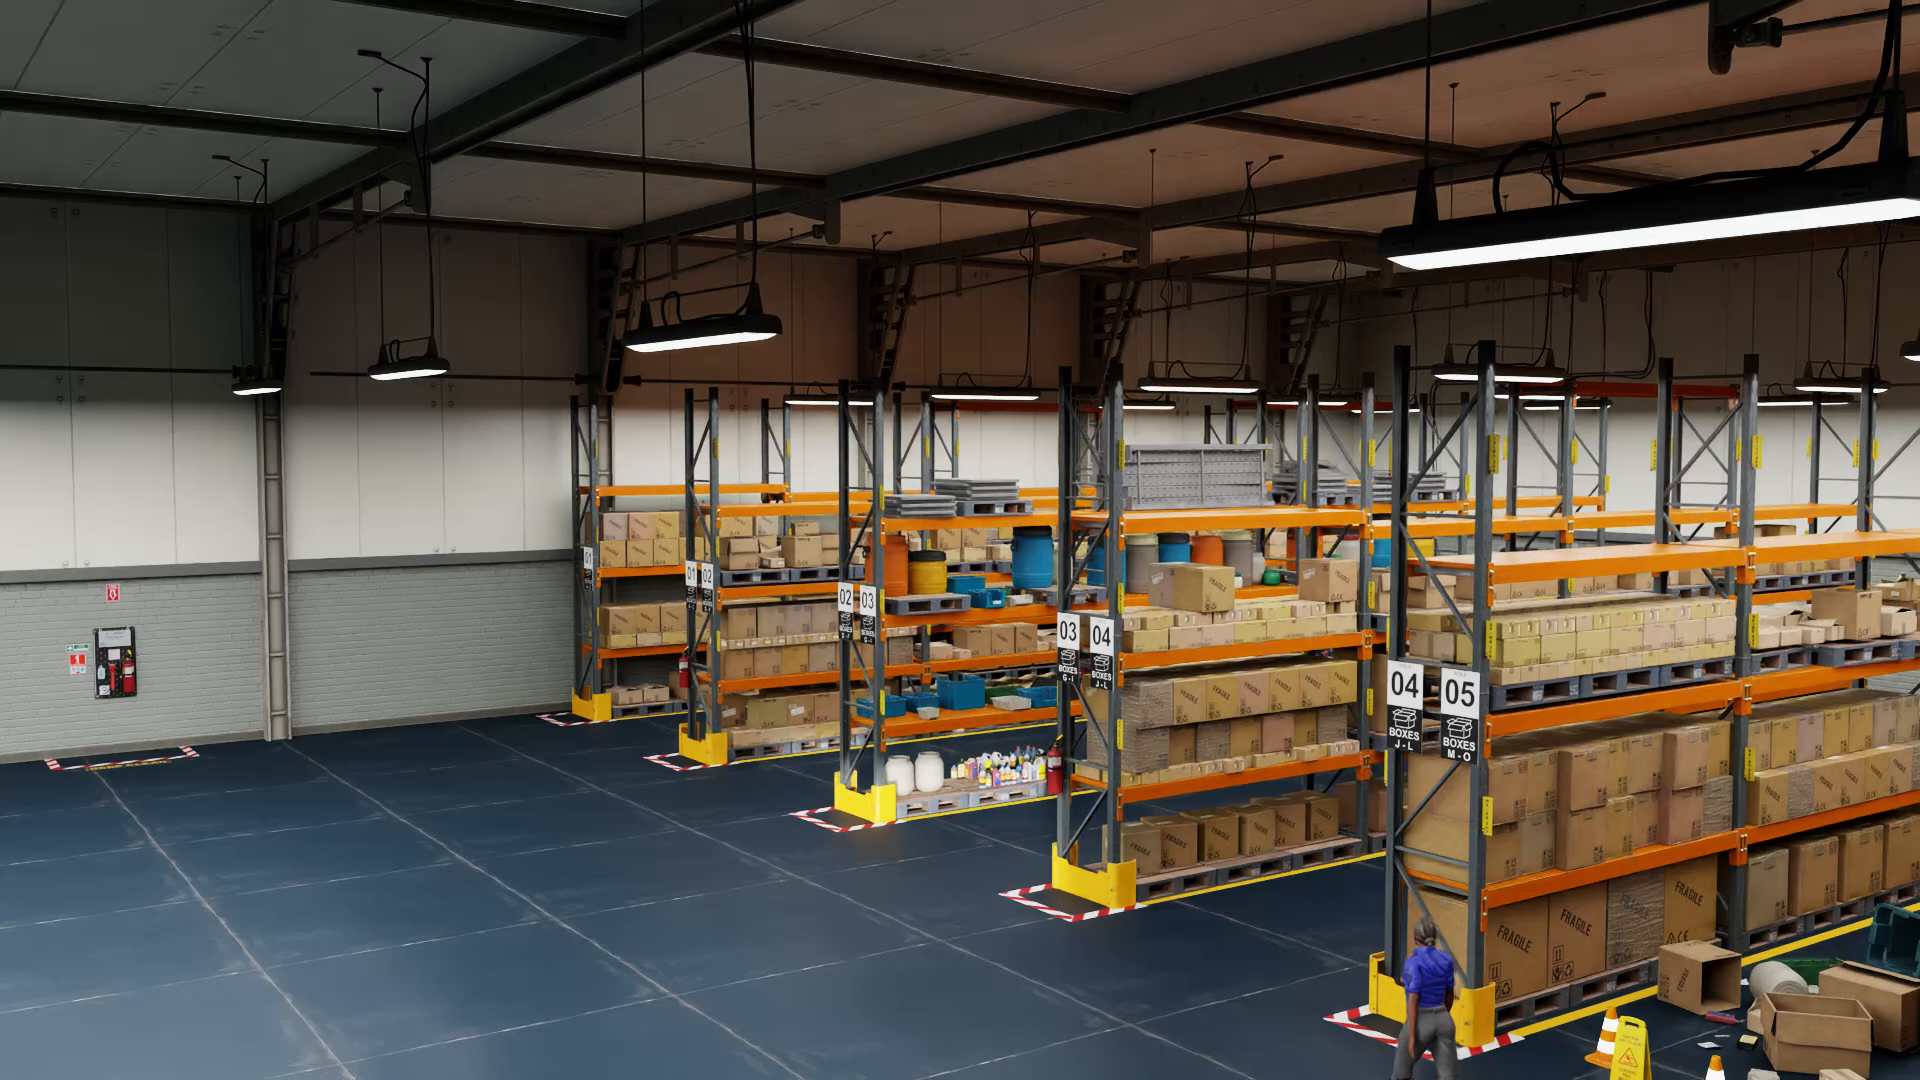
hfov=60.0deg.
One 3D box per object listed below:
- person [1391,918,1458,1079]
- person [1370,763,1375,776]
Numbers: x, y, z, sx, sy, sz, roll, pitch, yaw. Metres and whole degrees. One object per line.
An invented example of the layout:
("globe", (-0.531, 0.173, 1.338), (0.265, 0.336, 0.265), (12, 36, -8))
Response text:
("person", (3.466, 3.595, 12.375), (0.482, 1.581, 1.004), (-1, 4, -16))
("person", (6.328, 2.773, 25.489), (0.613, 1.821, 0.514), (-3, 5, -41))
